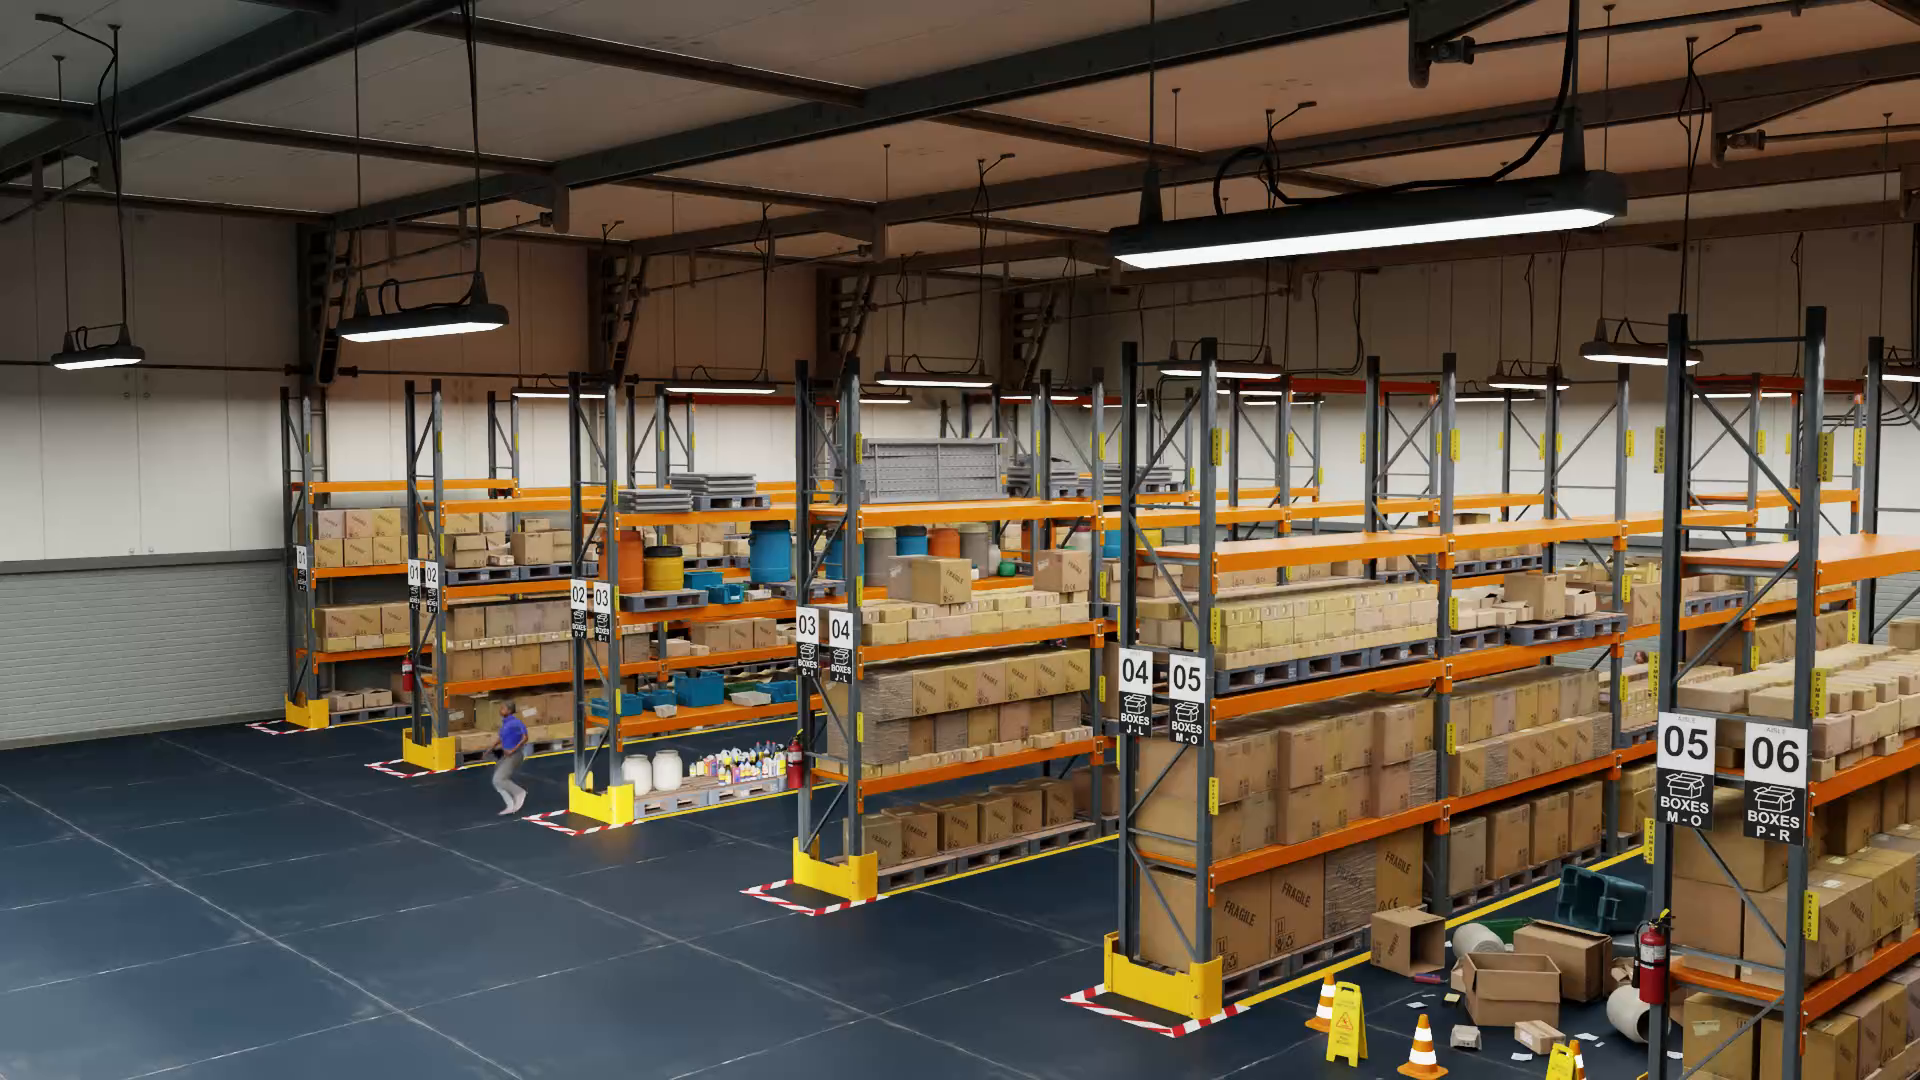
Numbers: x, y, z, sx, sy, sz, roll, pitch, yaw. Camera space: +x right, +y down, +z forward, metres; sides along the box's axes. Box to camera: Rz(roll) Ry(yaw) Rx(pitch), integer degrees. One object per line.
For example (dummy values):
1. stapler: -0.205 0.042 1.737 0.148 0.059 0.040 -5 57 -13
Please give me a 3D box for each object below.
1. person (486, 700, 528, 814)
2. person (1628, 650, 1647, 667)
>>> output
1. person: -6.126 2.964 22.471 0.528 1.617 0.673 -3 5 -43
2. person: 11.251 2.614 27.508 0.530 1.549 0.639 3 5 41
